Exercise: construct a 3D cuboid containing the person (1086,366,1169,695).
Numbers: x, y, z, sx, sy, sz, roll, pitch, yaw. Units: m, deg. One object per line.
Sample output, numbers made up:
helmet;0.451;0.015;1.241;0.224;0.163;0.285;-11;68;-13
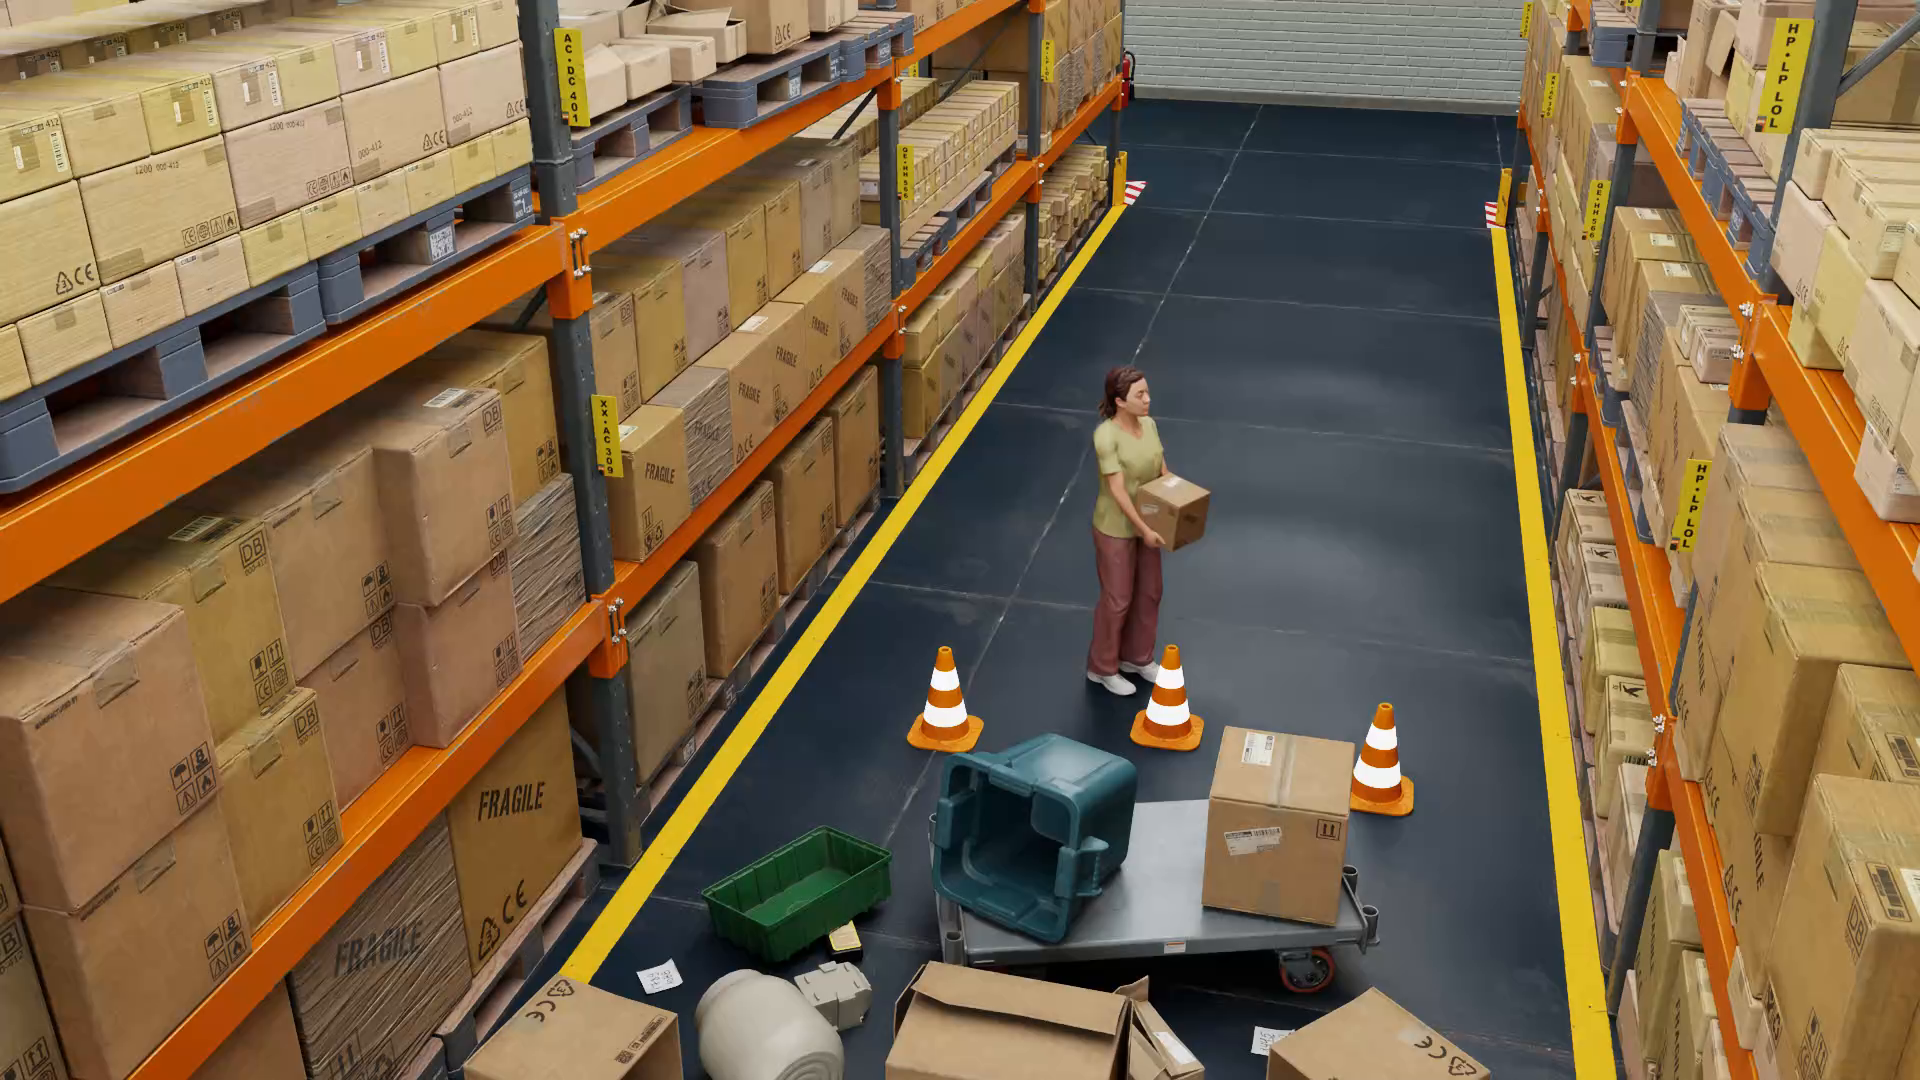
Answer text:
person;0.885;-0.026;8.186;0.531;1.661;0.424;23;34;39
